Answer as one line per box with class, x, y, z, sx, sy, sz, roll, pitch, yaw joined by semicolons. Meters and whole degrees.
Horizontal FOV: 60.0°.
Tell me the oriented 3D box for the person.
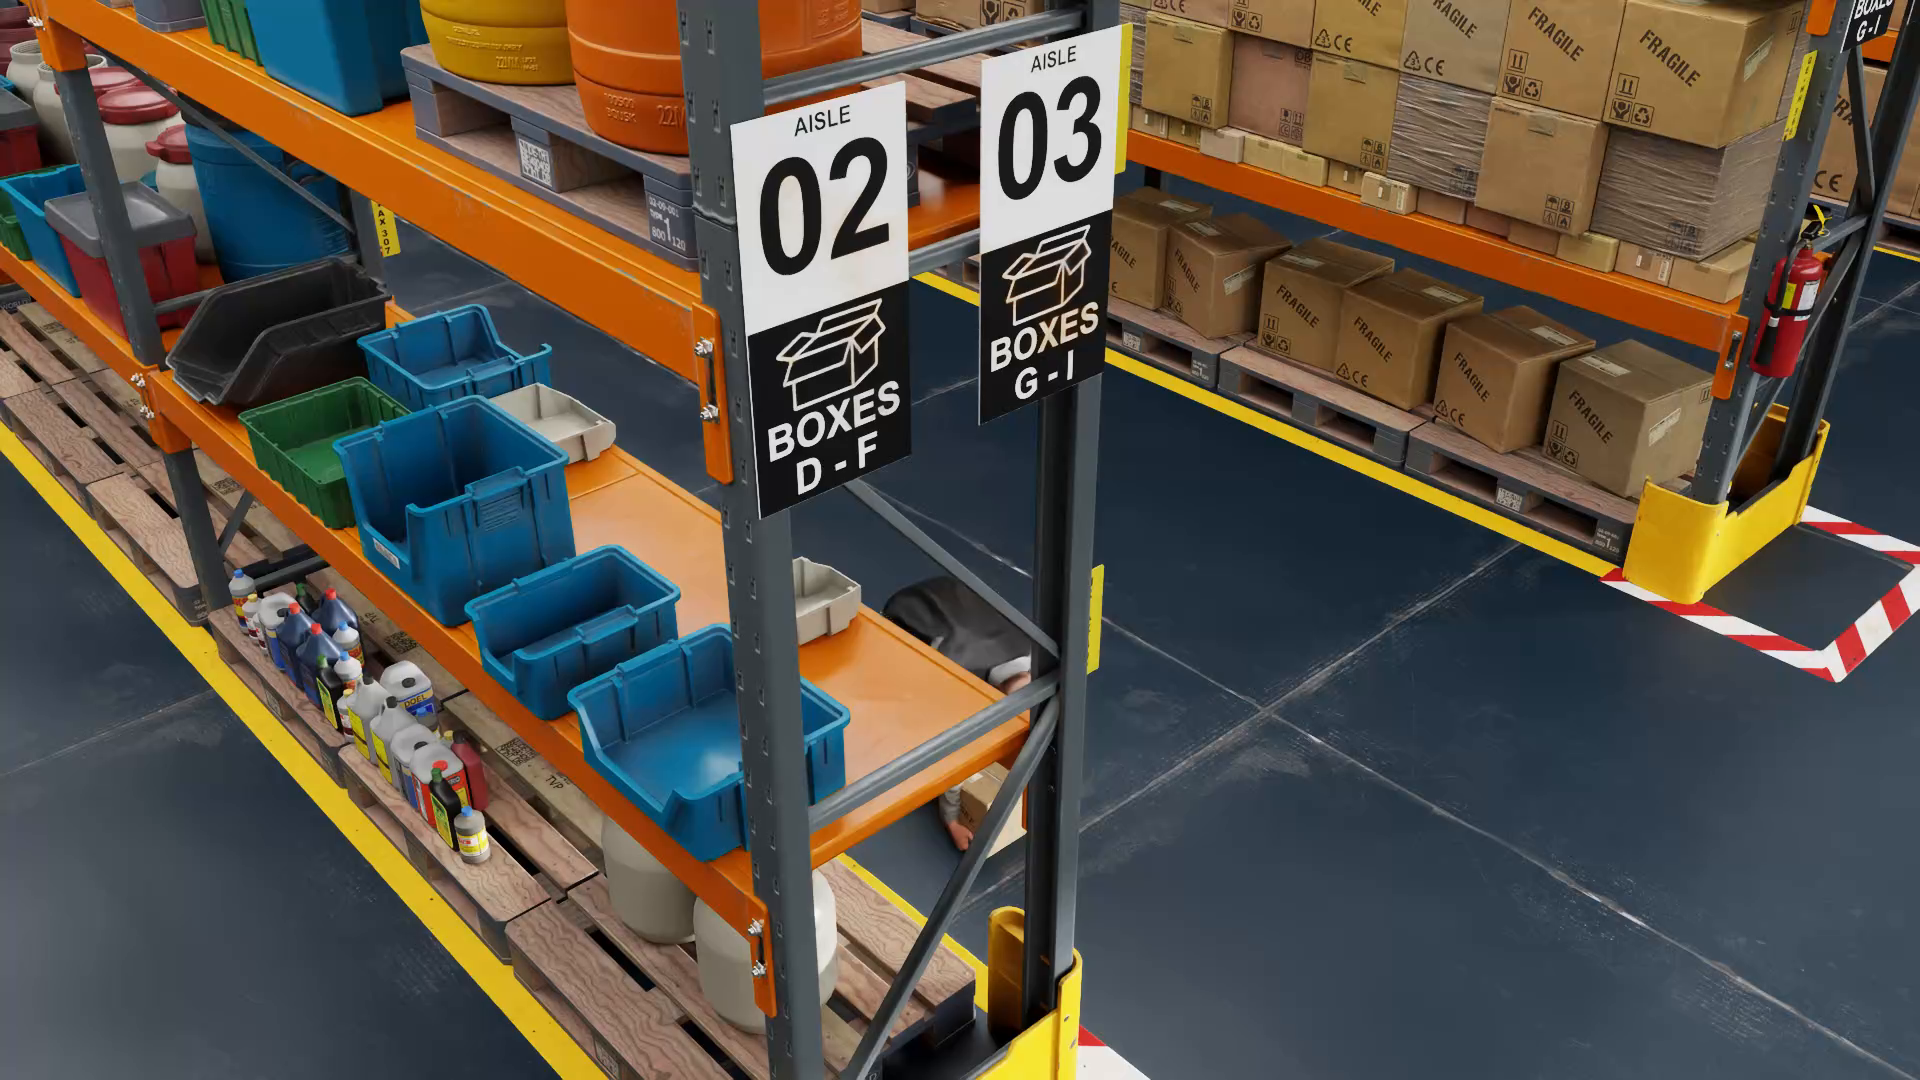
person;0.053;0.593;6.103;0.501;0.807;0.945;-14;34;-21
